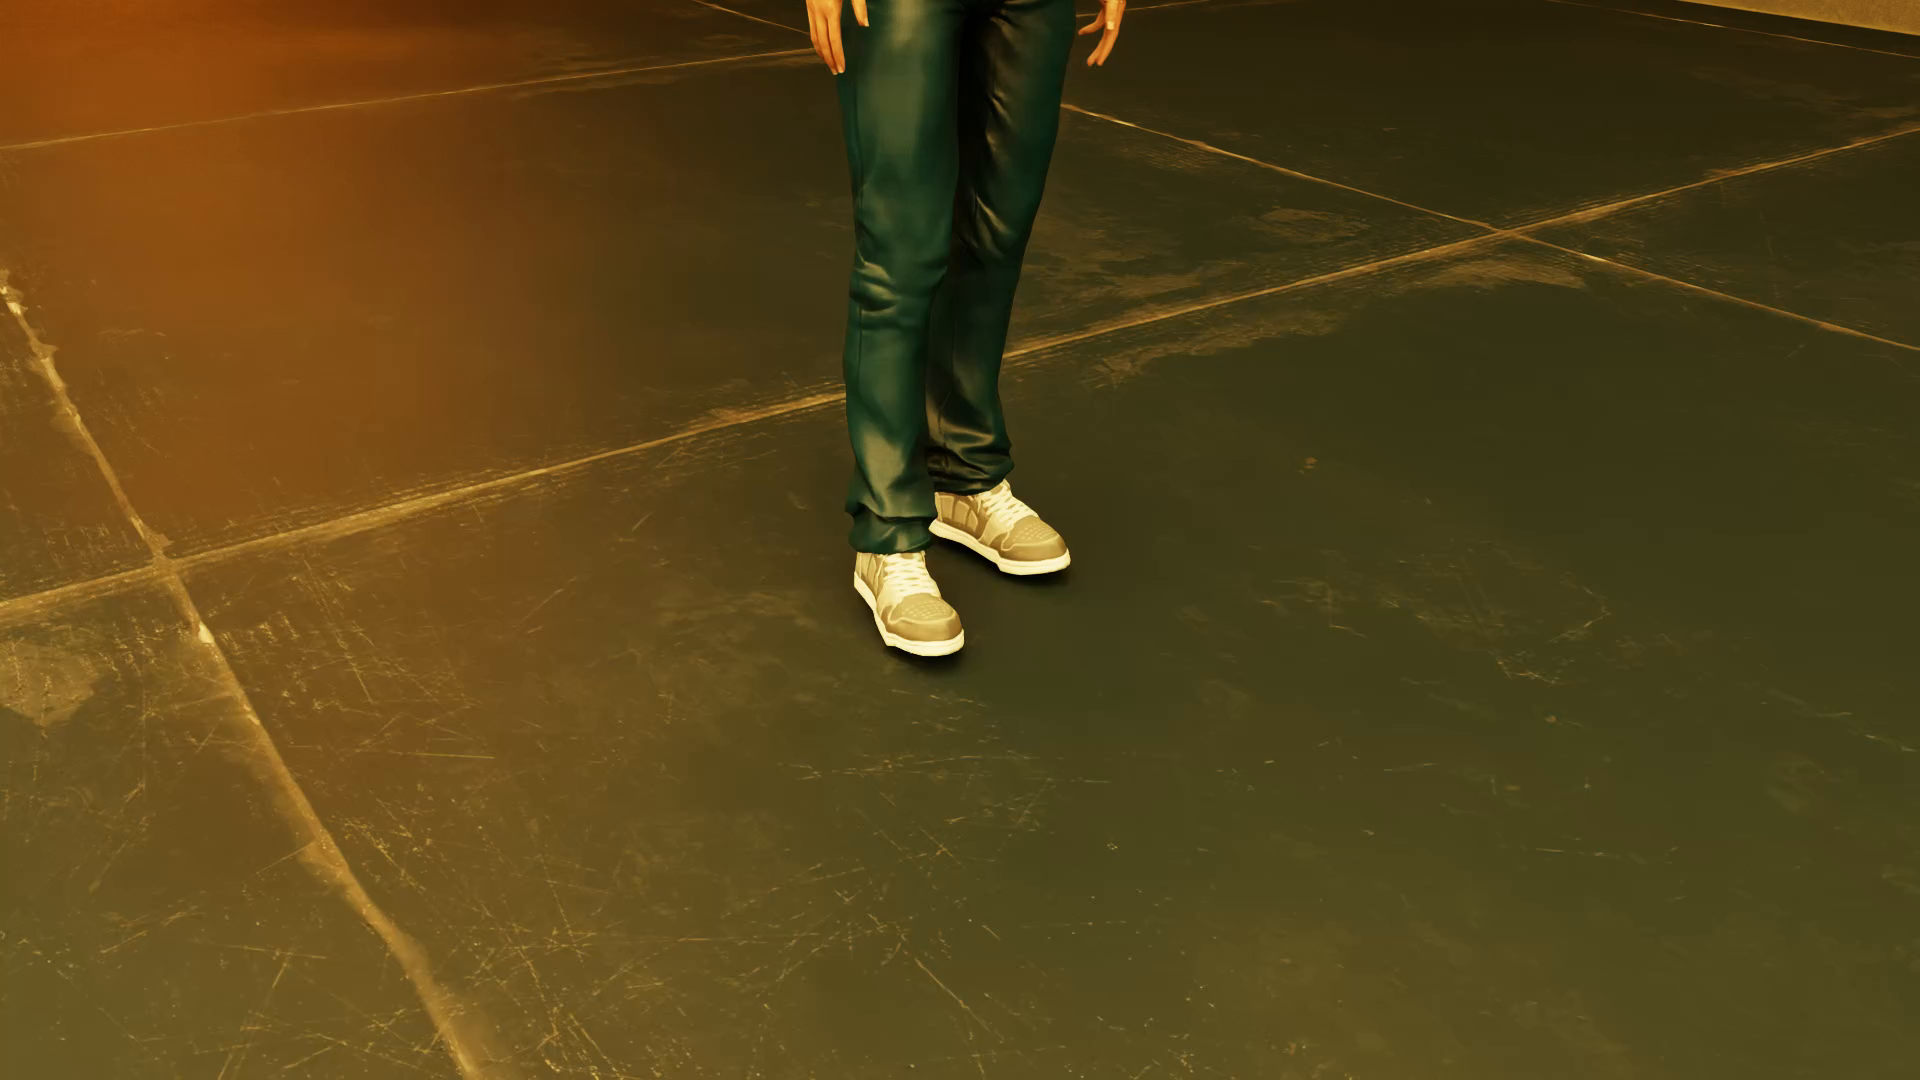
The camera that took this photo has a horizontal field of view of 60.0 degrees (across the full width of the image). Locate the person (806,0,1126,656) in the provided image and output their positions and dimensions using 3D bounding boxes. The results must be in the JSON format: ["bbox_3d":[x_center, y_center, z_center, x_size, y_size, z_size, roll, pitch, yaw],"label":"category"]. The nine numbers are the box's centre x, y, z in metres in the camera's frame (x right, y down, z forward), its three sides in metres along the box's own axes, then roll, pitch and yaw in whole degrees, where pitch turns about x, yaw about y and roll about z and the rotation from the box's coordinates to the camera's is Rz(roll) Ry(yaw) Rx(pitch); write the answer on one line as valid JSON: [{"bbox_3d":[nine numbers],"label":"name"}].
[{"bbox_3d":[0.030,-0.690,2.077,0.520,1.597,0.476,-17,31,-31],"label":"person"}]
